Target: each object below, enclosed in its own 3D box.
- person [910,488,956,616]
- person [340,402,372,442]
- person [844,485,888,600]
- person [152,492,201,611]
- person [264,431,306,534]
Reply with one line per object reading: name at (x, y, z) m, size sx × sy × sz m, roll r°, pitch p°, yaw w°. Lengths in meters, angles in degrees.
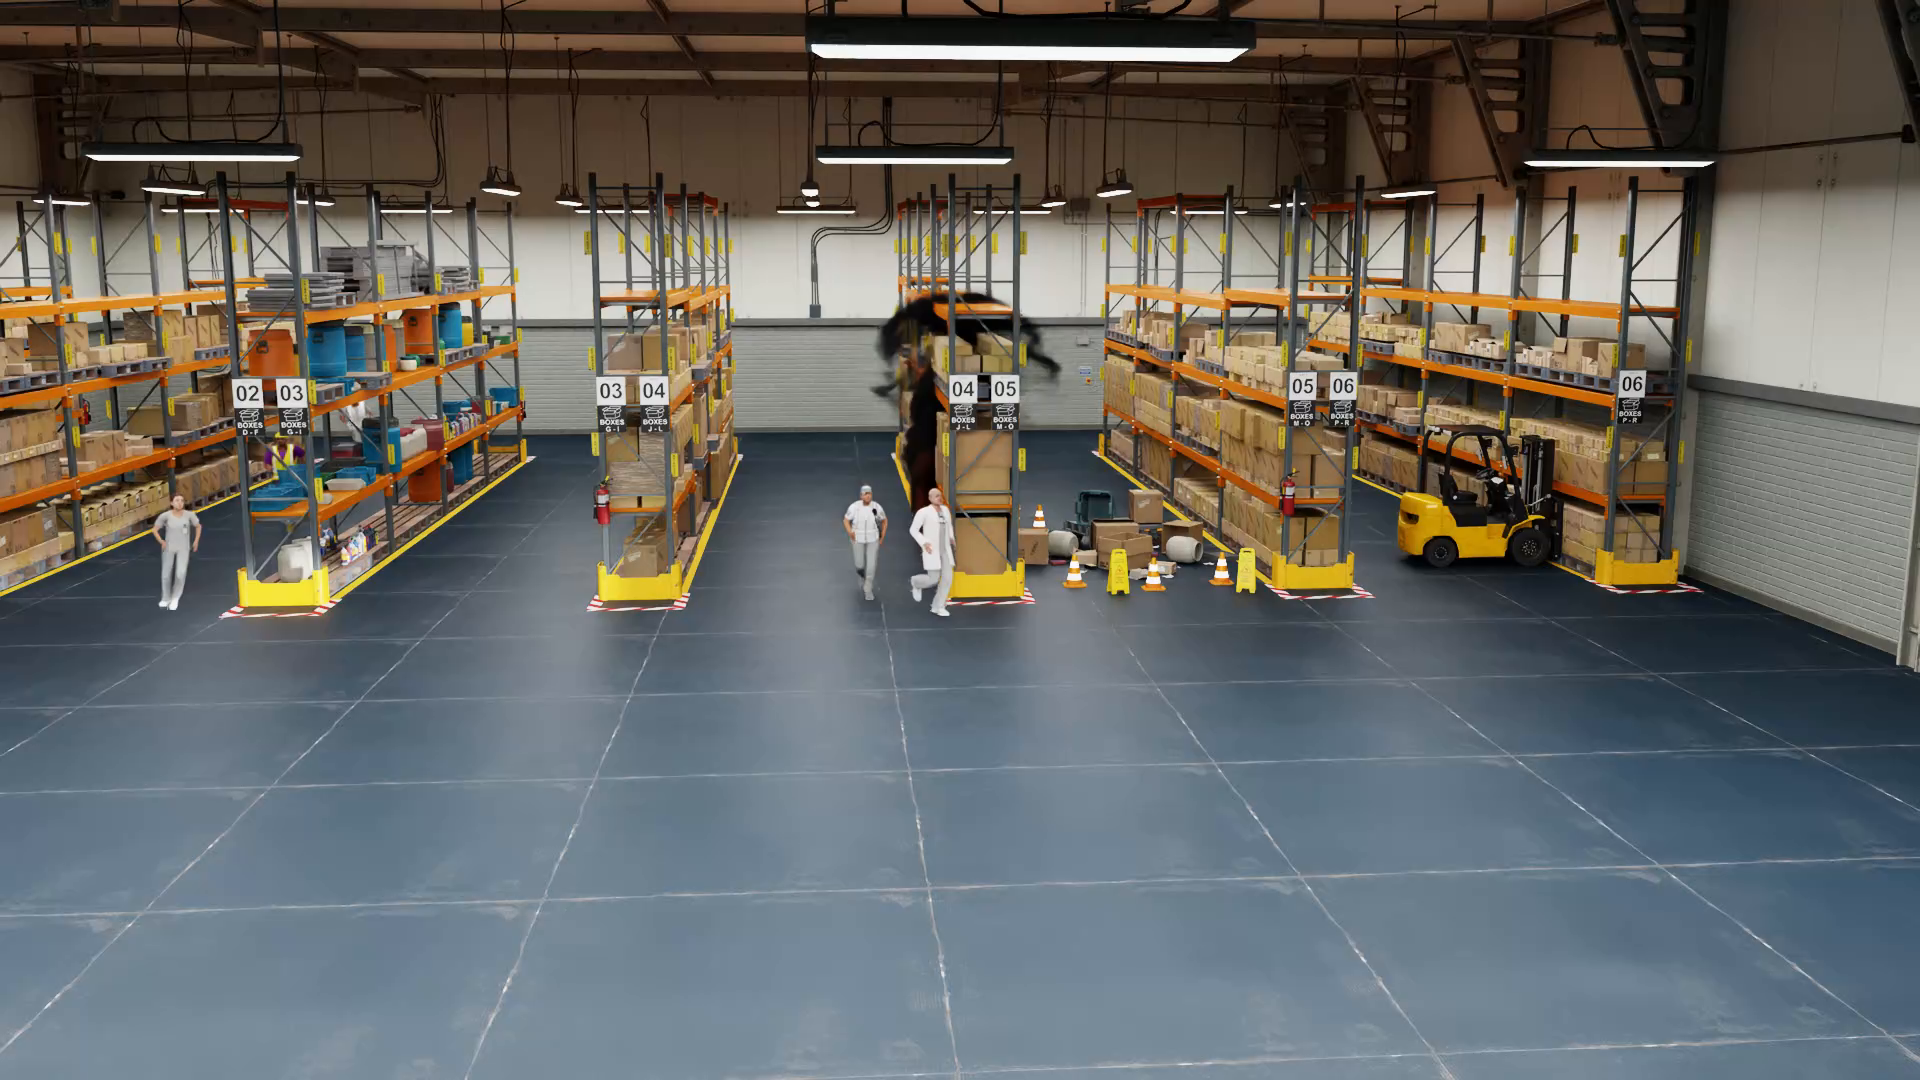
person at (-0.352, 0.150, 22.924) m, size 0.720 × 1.741 × 0.790 m, roll -7°, pitch 12°, yaw -36°
person at (-13.912, -2.578, 38.387) m, size 0.710 × 1.722 × 0.654 m, roll -6°, pitch 12°, yaw -32°
person at (-1.355, 0.022, 23.974) m, size 0.638 × 1.639 × 0.532 m, roll -1°, pitch 10°, yaw -3°
person at (-10.885, 0.149, 23.157) m, size 0.625 × 1.636 × 0.638 m, roll -4°, pitch 11°, yaw -23°
person at (-11.998, -1.060, 29.571) m, size 0.640 × 1.796 × 0.890 m, roll -1°, pitch 10°, yaw -5°
